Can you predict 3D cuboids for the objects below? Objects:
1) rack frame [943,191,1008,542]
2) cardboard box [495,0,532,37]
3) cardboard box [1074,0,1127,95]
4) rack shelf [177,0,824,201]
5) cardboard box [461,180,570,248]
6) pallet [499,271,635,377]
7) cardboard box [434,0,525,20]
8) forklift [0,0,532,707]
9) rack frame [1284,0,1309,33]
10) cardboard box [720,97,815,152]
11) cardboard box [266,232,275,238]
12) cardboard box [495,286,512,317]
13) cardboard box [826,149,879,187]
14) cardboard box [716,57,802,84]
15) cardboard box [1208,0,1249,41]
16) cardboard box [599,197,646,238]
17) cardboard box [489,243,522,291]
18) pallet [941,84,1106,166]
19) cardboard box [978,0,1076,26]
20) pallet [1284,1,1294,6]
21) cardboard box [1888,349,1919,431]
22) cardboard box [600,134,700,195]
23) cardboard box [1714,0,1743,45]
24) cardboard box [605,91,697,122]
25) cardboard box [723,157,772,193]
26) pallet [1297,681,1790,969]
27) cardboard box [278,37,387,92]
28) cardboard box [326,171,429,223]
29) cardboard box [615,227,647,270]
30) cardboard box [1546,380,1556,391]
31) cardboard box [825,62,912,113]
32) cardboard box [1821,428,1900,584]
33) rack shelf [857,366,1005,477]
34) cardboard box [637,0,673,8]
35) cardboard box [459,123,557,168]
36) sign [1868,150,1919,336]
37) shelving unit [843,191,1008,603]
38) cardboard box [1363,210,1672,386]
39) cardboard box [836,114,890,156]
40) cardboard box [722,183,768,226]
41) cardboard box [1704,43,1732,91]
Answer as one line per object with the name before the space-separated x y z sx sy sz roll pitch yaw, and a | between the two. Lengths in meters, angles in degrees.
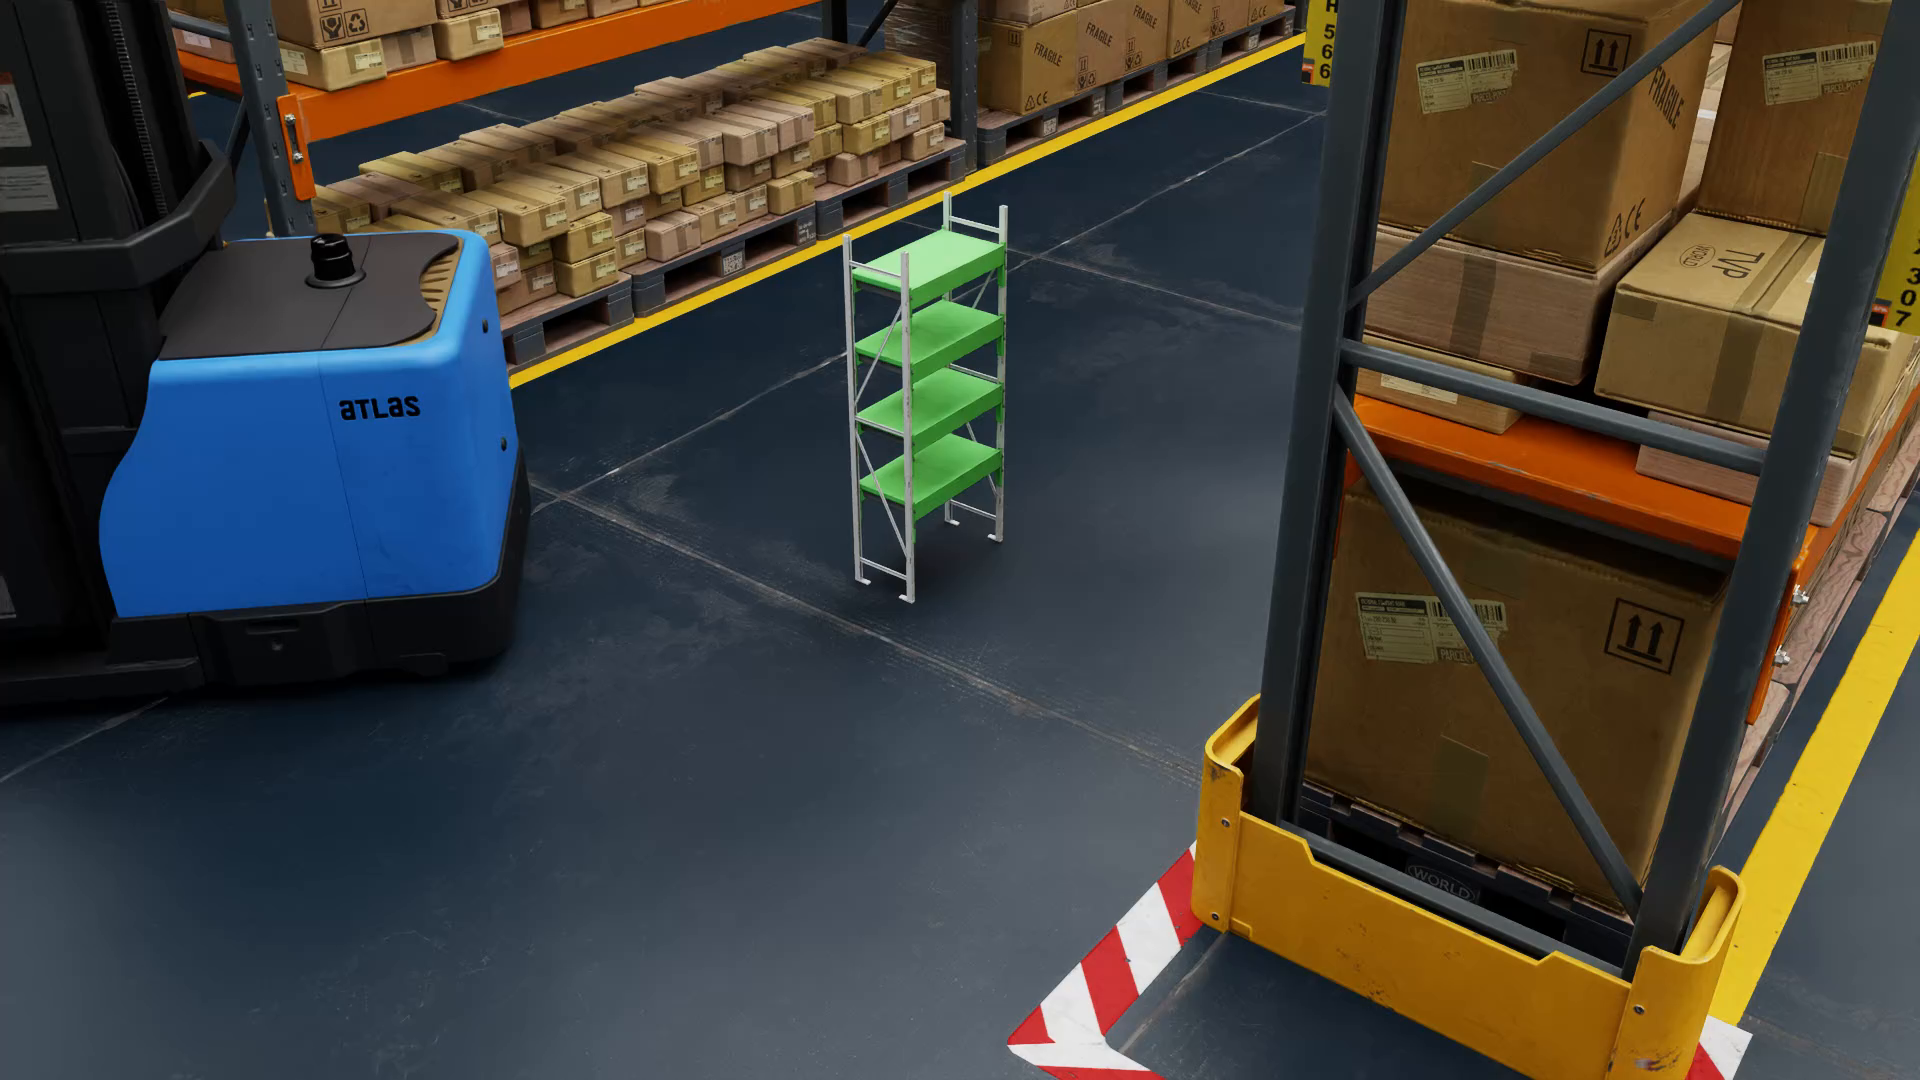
rack frame | 0.047 -0.548 5.498 0.240 1.200 0.015 21 37 31
cardboard box | -1.925 -2.104 6.604 0.380 0.149 0.250 23 38 33
cardboard box | 0.635 -2.990 9.893 0.500 0.500 0.500 23 38 33
rack shelf | -1.548 -2.328 7.441 1.077 0.370 4.000 21 37 31
cardboard box | -1.843 -1.355 6.895 0.380 0.149 0.250 21 37 31
pallet | -2.191 -0.975 7.188 1.003 0.211 1.213 21 37 31
cardboard box | -1.961 -2.318 6.330 0.500 0.500 0.500 21 37 31
forklift | -2.934 -0.993 4.551 3.031 2.935 1.130 -4 31 -7
rack frame | 2.074 -5.076 11.373 1.000 3.000 0.127 21 37 31
cardboard box | -0.924 -1.996 7.977 0.380 0.149 0.250 19 36 29
cardboard box | -2.664 -1.209 6.940 0.380 0.149 0.250 20 36 30
cardboard box | -2.091 -1.025 6.921 0.380 0.149 0.250 21 37 31
cardboard box | -0.637 -1.933 8.454 0.380 0.149 0.250 20 36 30
cardboard box | -1.040 -2.372 8.612 0.380 0.149 0.250 21 36 31
cardboard box | 1.569 -3.624 10.962 0.500 0.500 0.500 23 38 33
cardboard box | -1.621 -1.469 7.379 0.380 0.149 0.250 19 36 29
cardboard box | -2.024 -1.134 6.815 0.380 0.149 0.250 21 37 31
pallet | 0.128 -2.568 9.875 1.003 0.211 1.213 21 37 31
cardboard box | 0.316 -3.097 9.338 0.500 0.250 0.500 19 36 29
pallet | 2.610 -4.174 12.586 1.003 0.211 1.213 21 37 31
cardboard box | 1.924 -0.400 3.730 0.380 0.149 0.250 20 36 30
cardboard box | -1.389 -1.684 7.450 0.380 0.149 0.250 22 37 32
cardboard box | 2.446 -1.742 4.867 0.500 0.500 0.500 20 36 30
cardboard box | -1.497 -2.045 8.059 0.380 0.149 0.250 19 36 29
cardboard box | -1.124 -1.794 7.928 0.380 0.149 0.250 19 36 29
pallet | 1.559 0.594 4.541 1.003 0.211 1.213 21 37 31
cardboard box | -2.298 -1.747 6.002 0.380 0.149 0.250 21 36 31
cardboard box | -2.440 -1.412 6.991 0.380 0.149 0.250 22 37 32
cardboard box | -1.627 -1.331 7.438 0.380 0.149 0.250 21 37 31
cardboard box | 1.246 -0.501 3.900 0.380 0.149 0.250 22 37 32
cardboard box | -0.470 -2.320 8.523 0.380 0.149 0.250 22 37 32
cardboard box | 2.547 -0.540 5.391 0.875 0.875 0.875 21 37 31
rack shelf | -0.100 -0.394 5.363 0.258 0.148 0.480 21 37 31
cardboard box | -1.397 -2.397 7.099 0.380 0.149 0.250 23 37 33
cardboard box | -2.060 -1.769 7.593 0.380 0.149 0.250 23 37 33
sign | 1.577 -0.490 2.708 0.100 0.325 0.005 21 37 31
shelving unit | -0.100 -0.449 5.331 0.258 1.200 0.503 21 37 31
cardboard box | 1.219 -0.599 3.674 0.500 0.250 0.500 20 36 31
cardboard box | -0.578 -2.078 8.407 0.380 0.149 0.250 20 36 30
cardboard box | -1.141 -1.634 7.950 0.380 0.149 0.250 22 37 32
cardboard box | 2.144 -1.225 4.730 0.500 0.250 0.500 21 37 31
